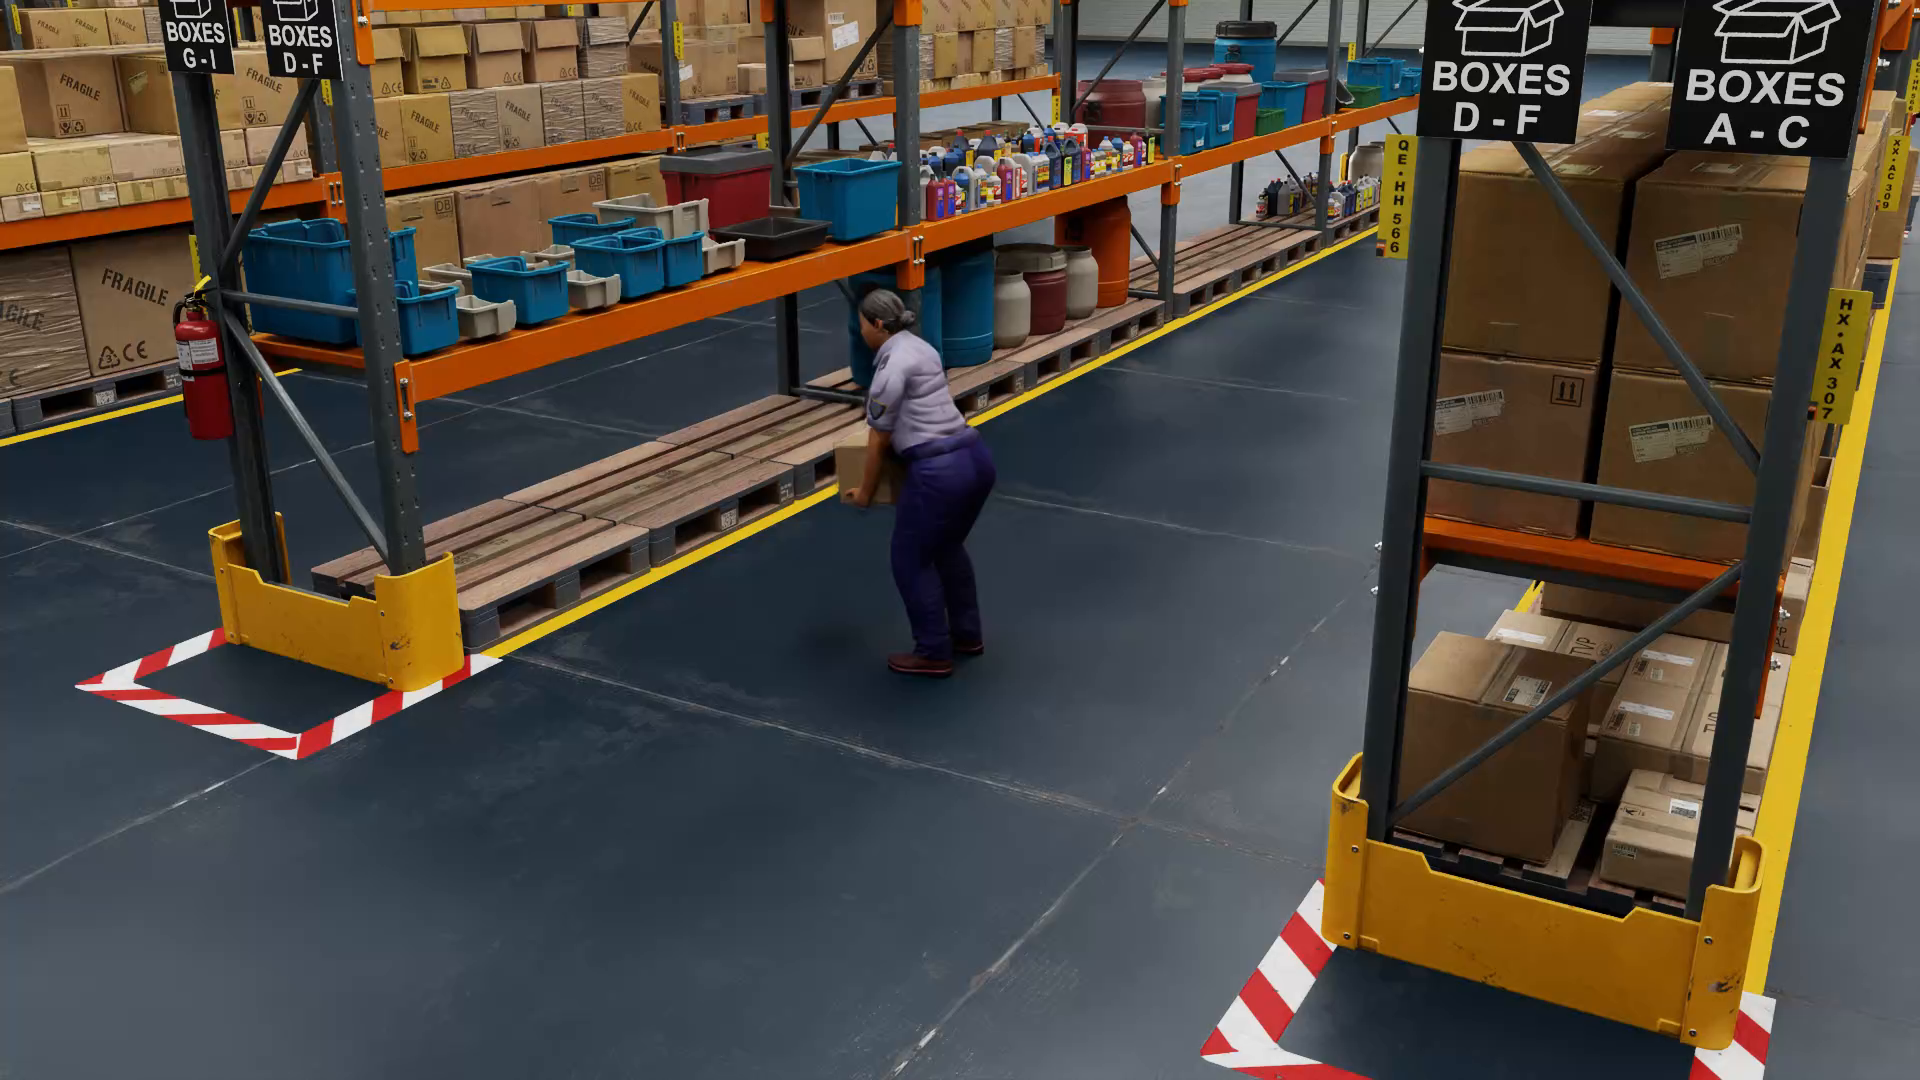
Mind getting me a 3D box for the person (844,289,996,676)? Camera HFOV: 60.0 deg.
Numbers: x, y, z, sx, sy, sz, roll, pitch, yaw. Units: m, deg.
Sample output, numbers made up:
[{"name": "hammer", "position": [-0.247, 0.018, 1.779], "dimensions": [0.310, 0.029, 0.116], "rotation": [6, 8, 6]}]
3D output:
[{"name": "person", "position": [-0.163, -0.242, 6.887], "dimensions": [0.581, 1.580, 0.439], "rotation": [10, 22, 26]}]
